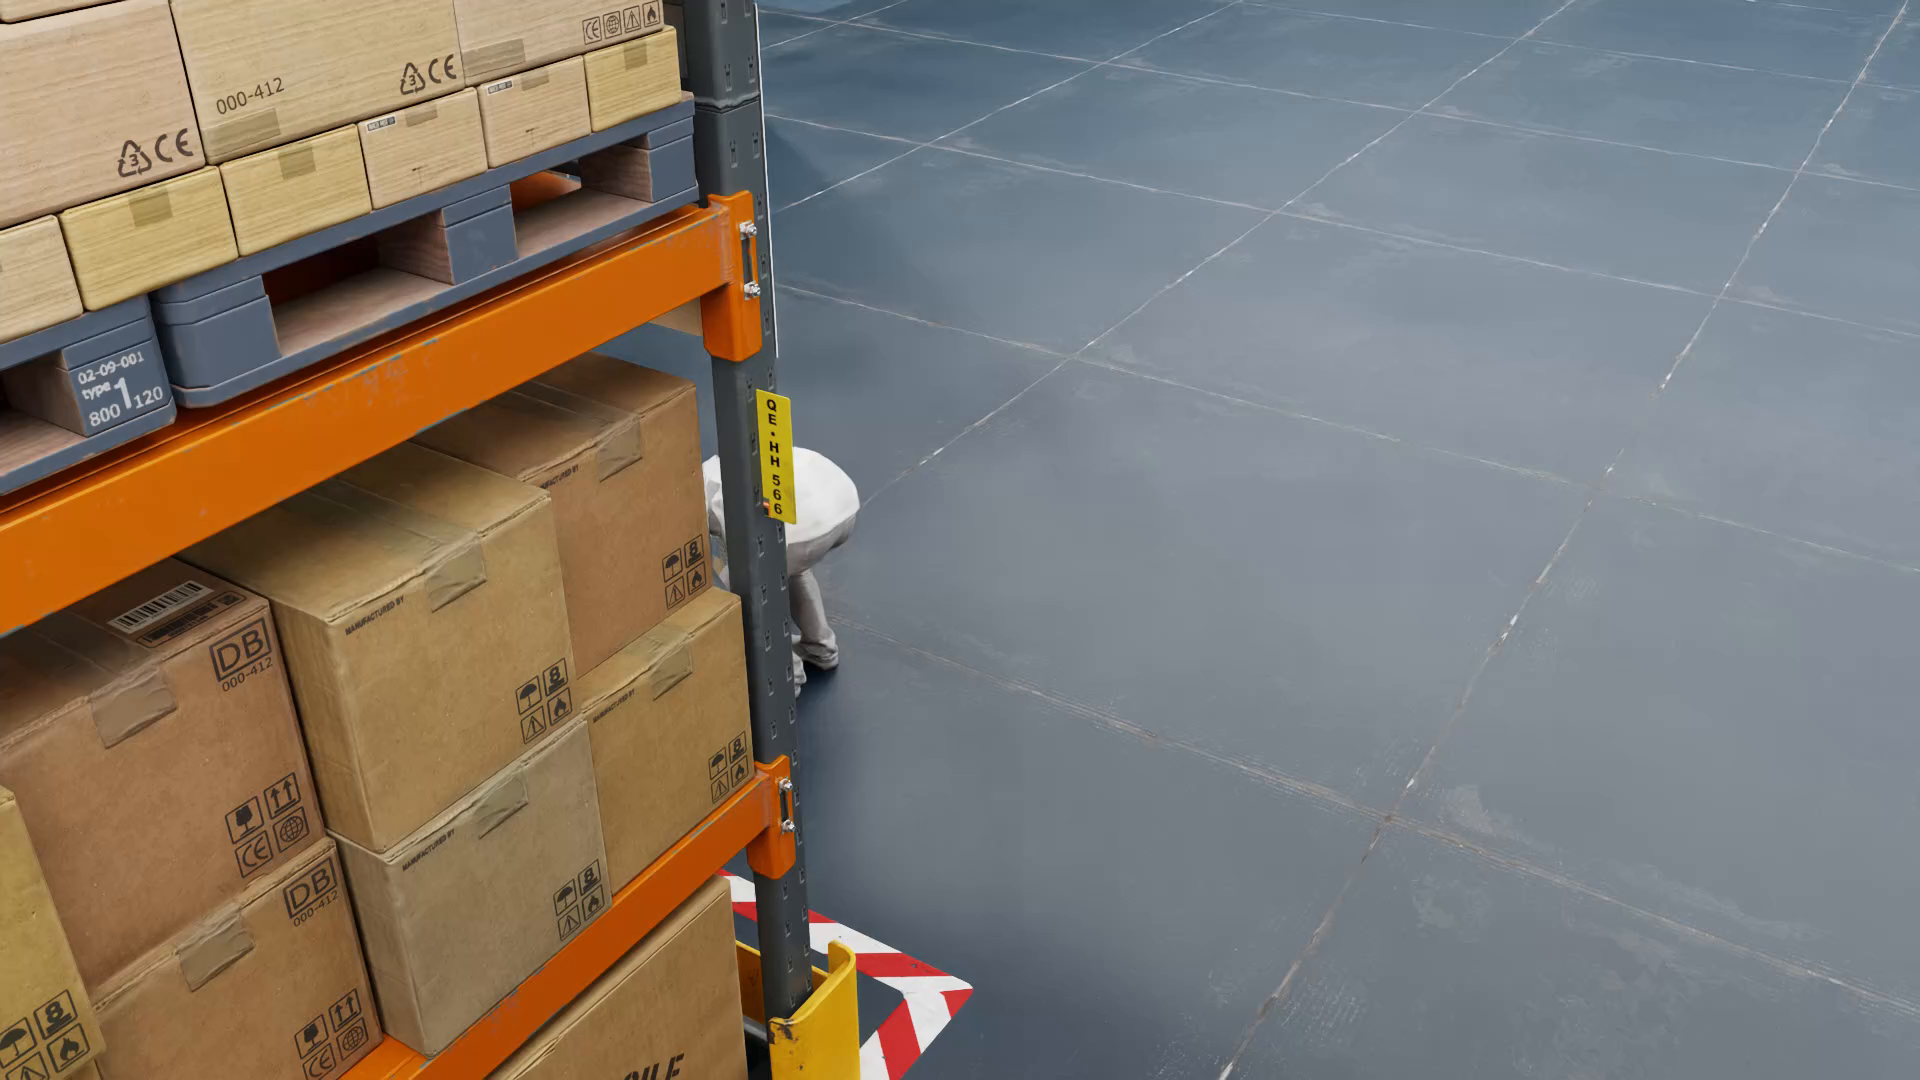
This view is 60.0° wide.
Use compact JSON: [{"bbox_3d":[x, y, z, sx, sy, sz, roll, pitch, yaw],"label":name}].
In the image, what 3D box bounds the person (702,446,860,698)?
[{"bbox_3d":[-0.885,0.063,6.746,1.001,1.015,0.503,16,34,25],"label":"person"}]
